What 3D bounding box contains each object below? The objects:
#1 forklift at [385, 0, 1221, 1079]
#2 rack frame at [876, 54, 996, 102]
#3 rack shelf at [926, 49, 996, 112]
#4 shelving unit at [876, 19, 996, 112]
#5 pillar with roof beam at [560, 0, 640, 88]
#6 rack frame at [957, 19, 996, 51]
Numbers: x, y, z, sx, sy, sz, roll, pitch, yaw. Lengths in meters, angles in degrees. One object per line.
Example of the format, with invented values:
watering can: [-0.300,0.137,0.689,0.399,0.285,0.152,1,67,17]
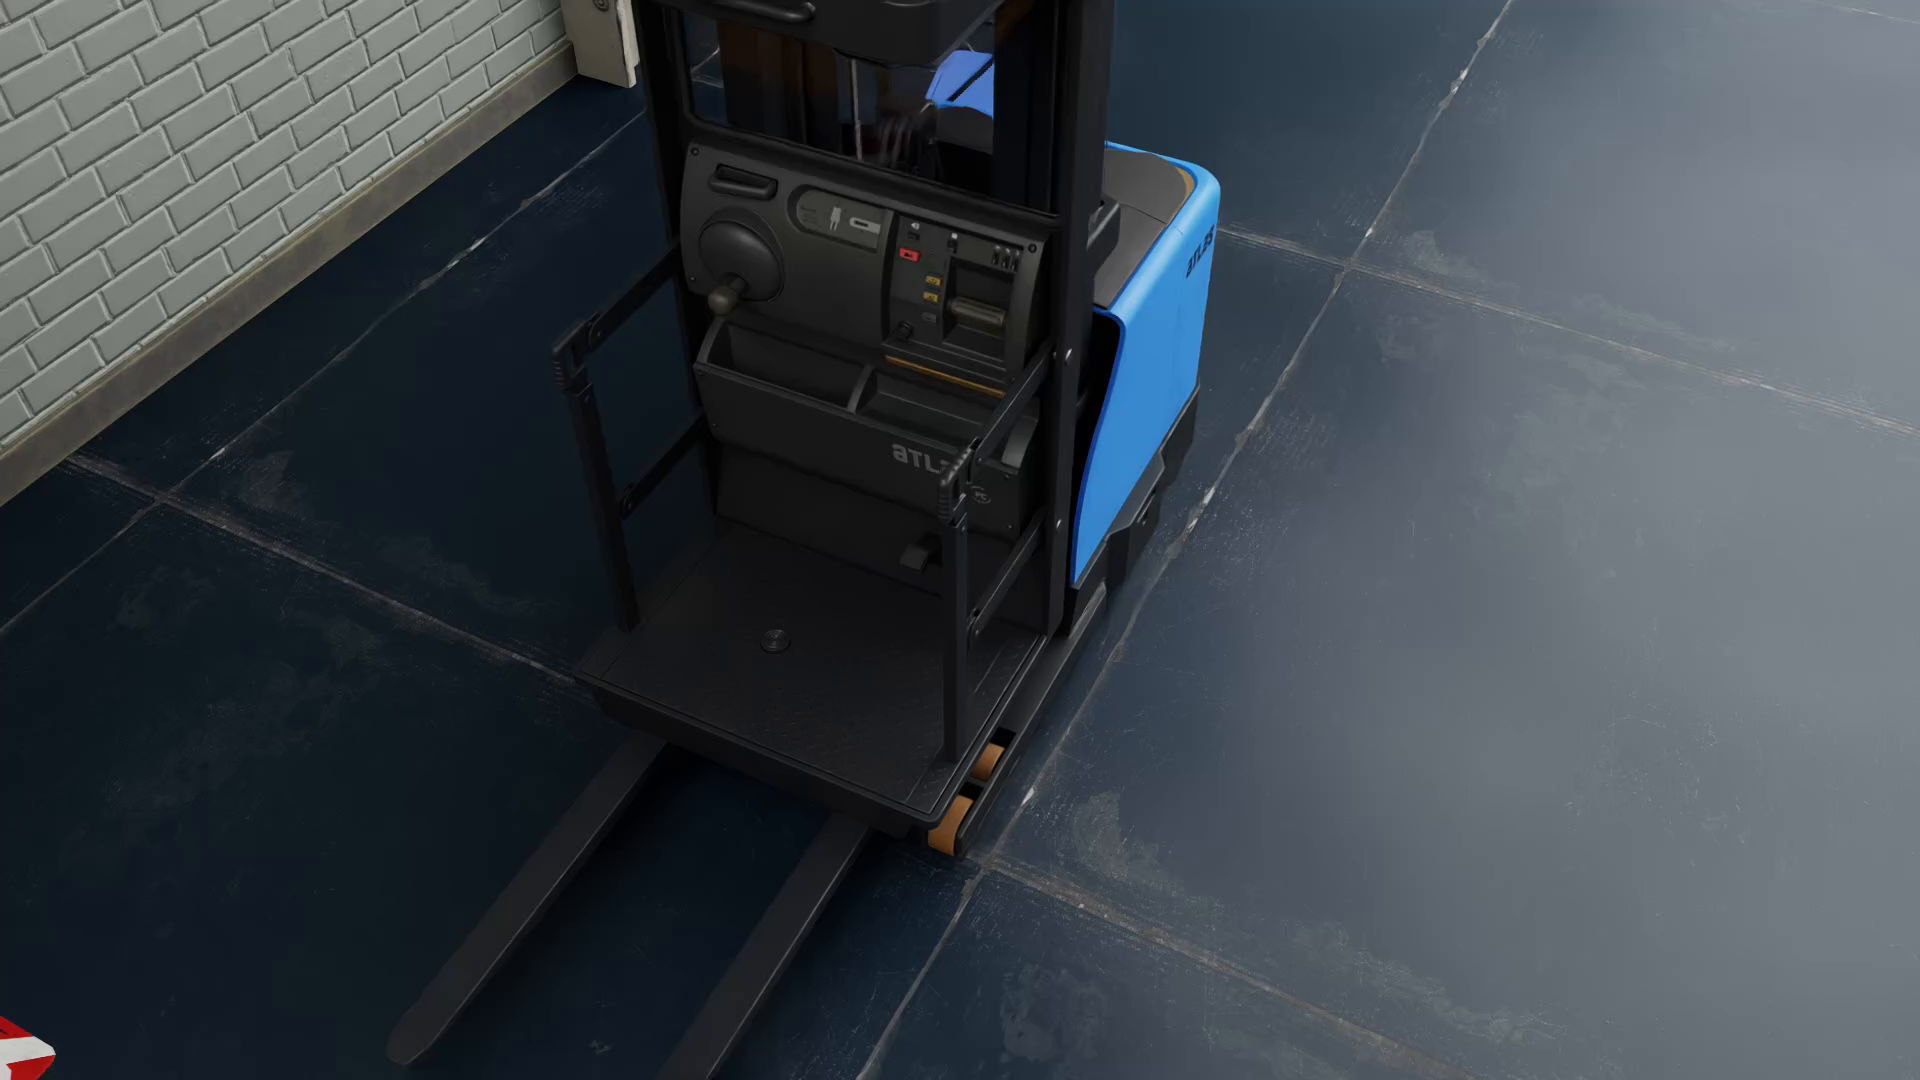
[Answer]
forklift: [-0.338,-0.559,3.742,1.130,2.935,3.031,19,48,18]
rack frame: [-0.008,-1.161,5.343,0.500,1.500,0.032,9,46,8]
rack shelf: [0.097,-1.389,5.821,0.538,0.185,1.000,9,46,8]
shelving unit: [0.097,-1.515,5.693,0.538,1.500,1.048,9,46,8]
pillar with roof beam: [2.342,-3.867,2.745,9.100,9.000,0.400,20,49,19]
rack frame: [0.203,-1.869,6.042,0.500,1.500,0.032,9,46,8]
